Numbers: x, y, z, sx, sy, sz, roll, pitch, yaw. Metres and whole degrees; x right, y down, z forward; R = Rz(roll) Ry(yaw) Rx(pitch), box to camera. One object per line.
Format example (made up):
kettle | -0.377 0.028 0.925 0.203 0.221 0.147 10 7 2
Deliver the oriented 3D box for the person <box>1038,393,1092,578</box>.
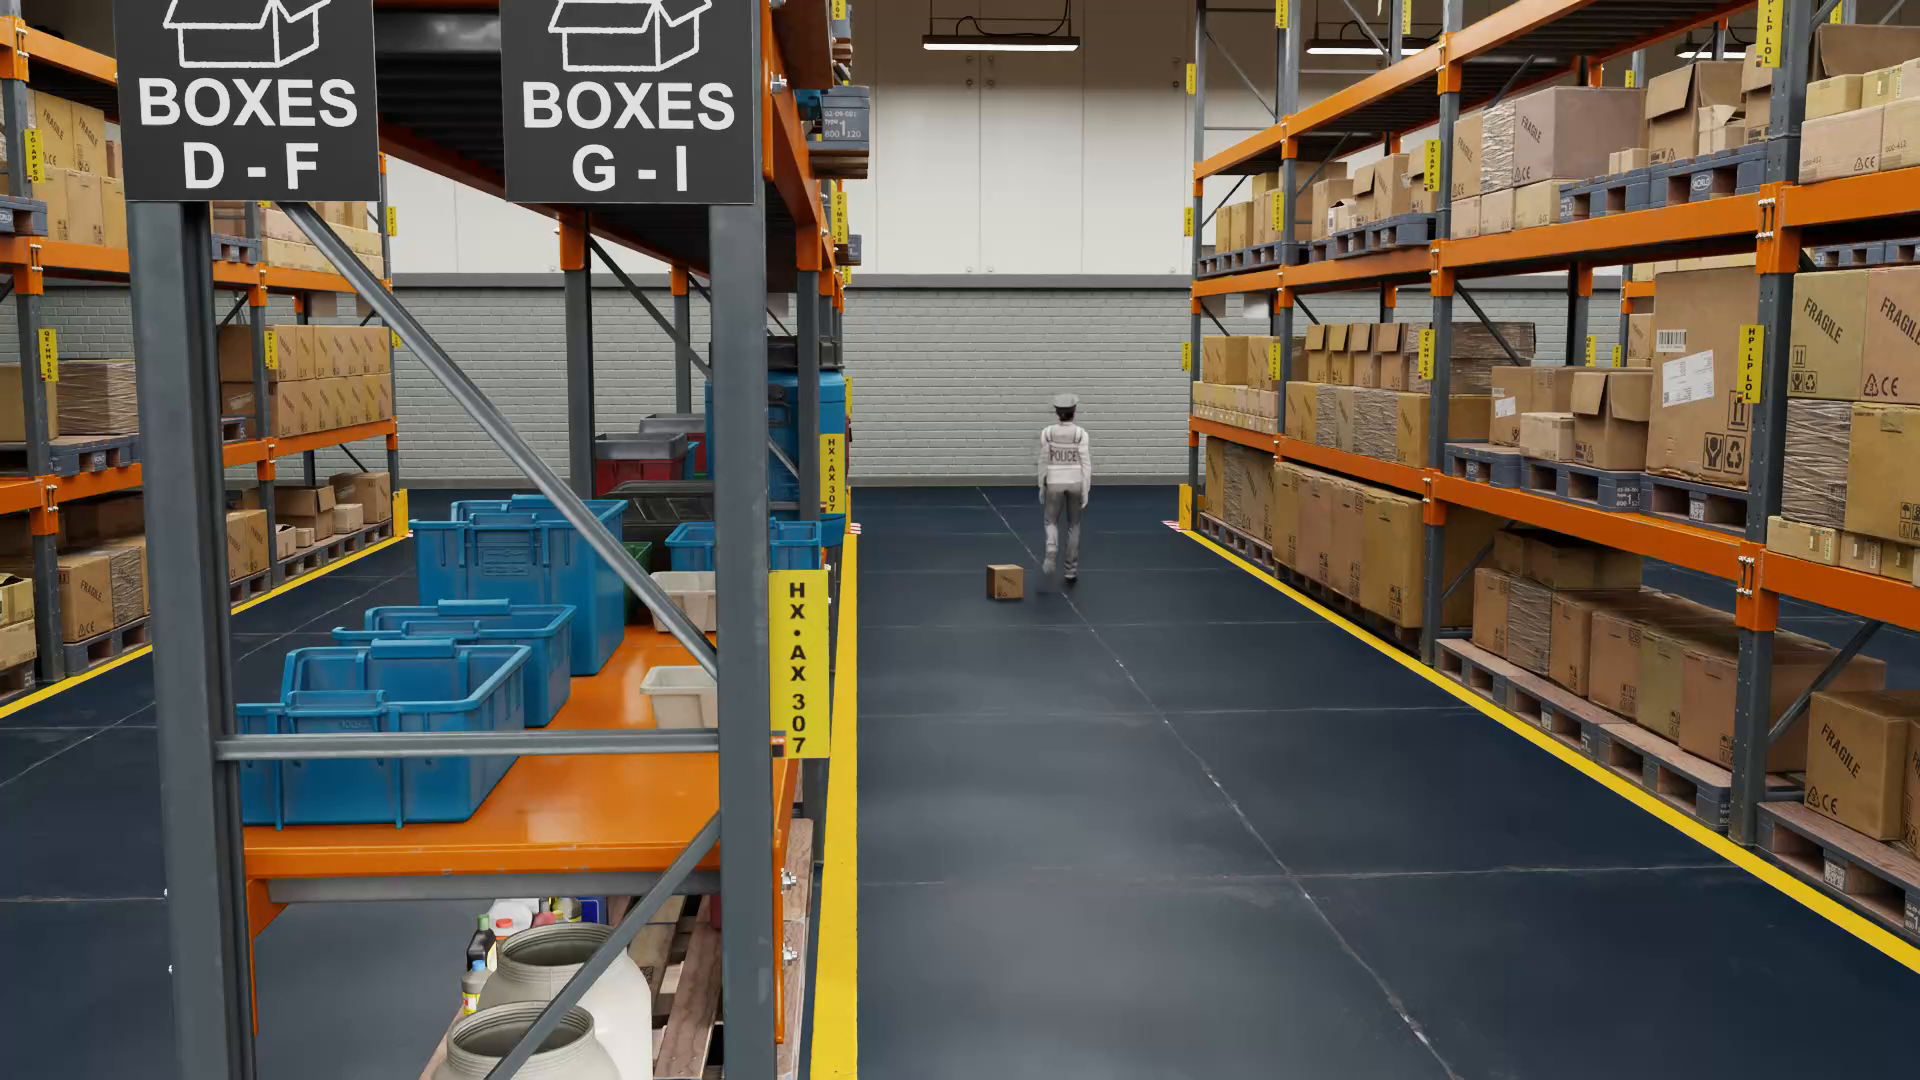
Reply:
person | 0.929 -0.472 14.822 0.485 1.672 0.646 1 7 7
